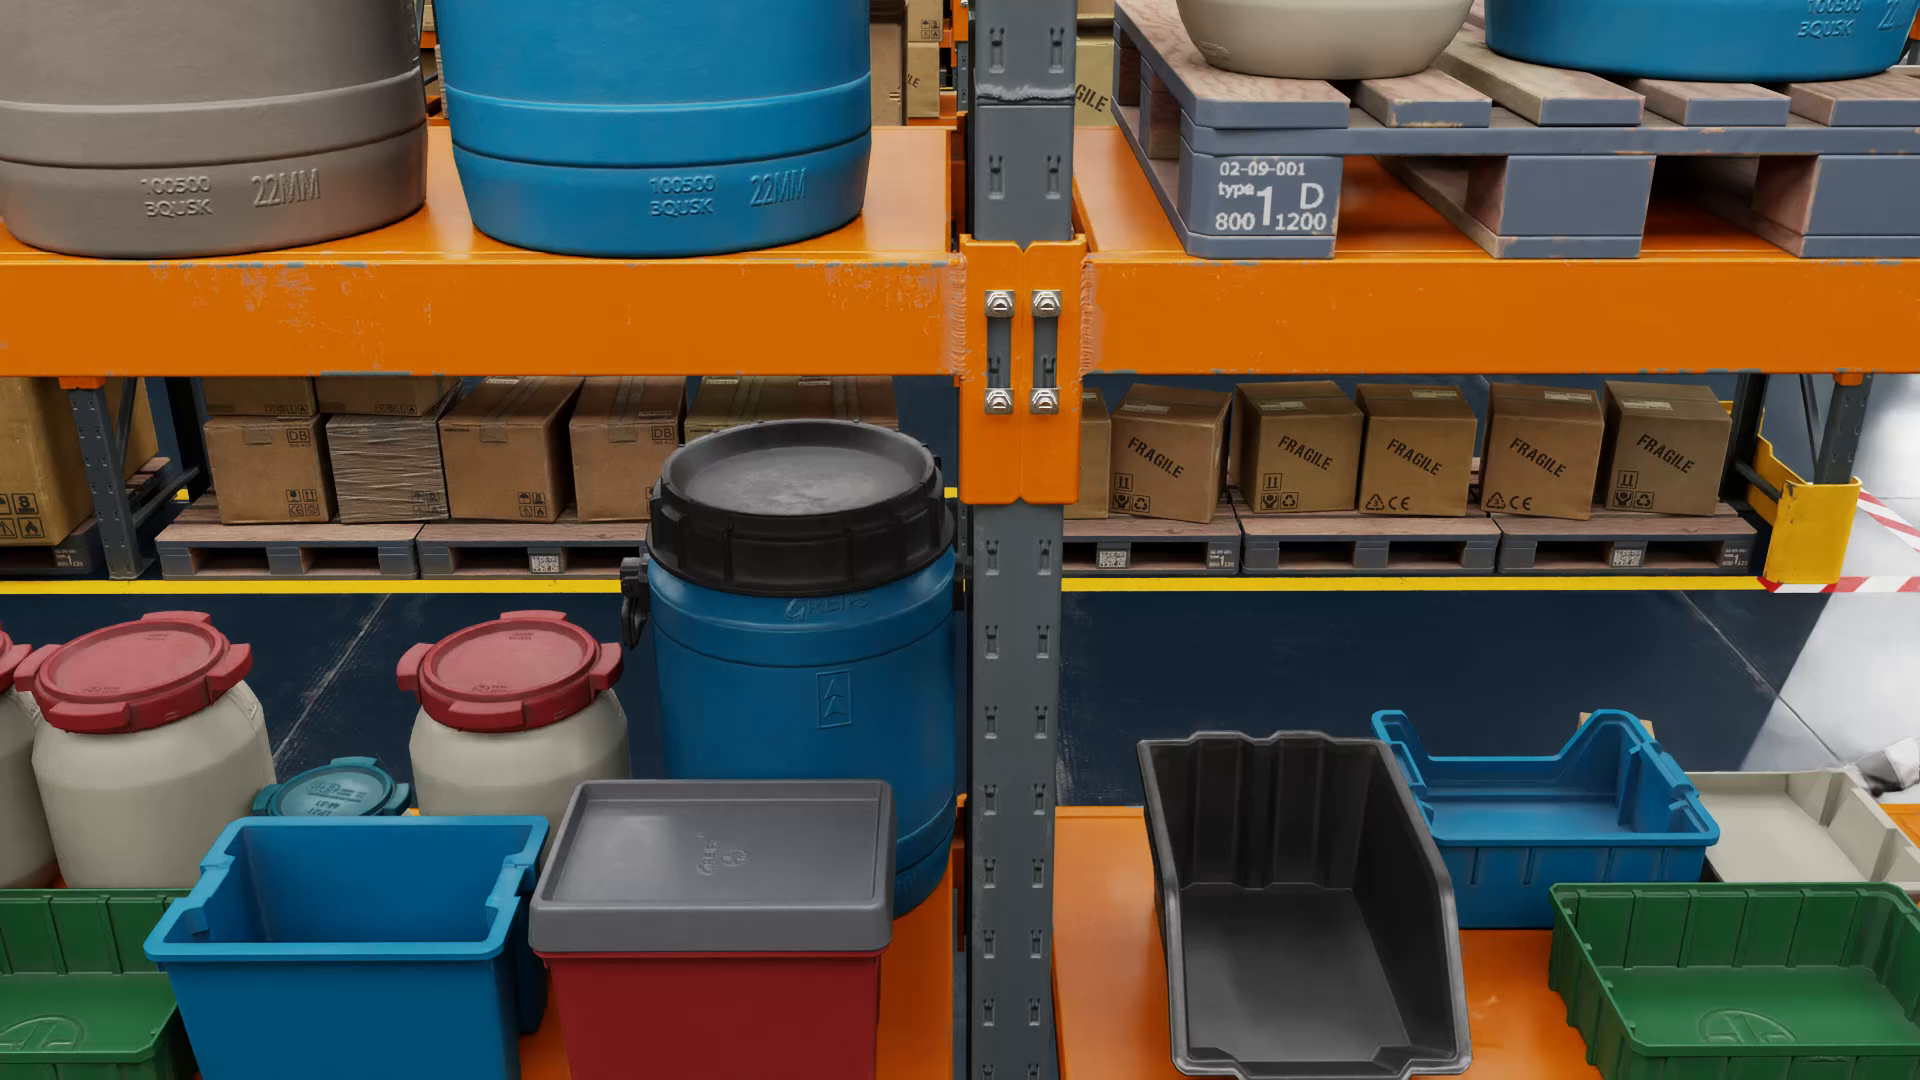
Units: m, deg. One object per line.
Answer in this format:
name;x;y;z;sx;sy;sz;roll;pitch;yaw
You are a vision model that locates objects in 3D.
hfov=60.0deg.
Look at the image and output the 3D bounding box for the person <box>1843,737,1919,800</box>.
person;3.324;0.367;5.232;0.944;1.756;0.532;8;25;18
